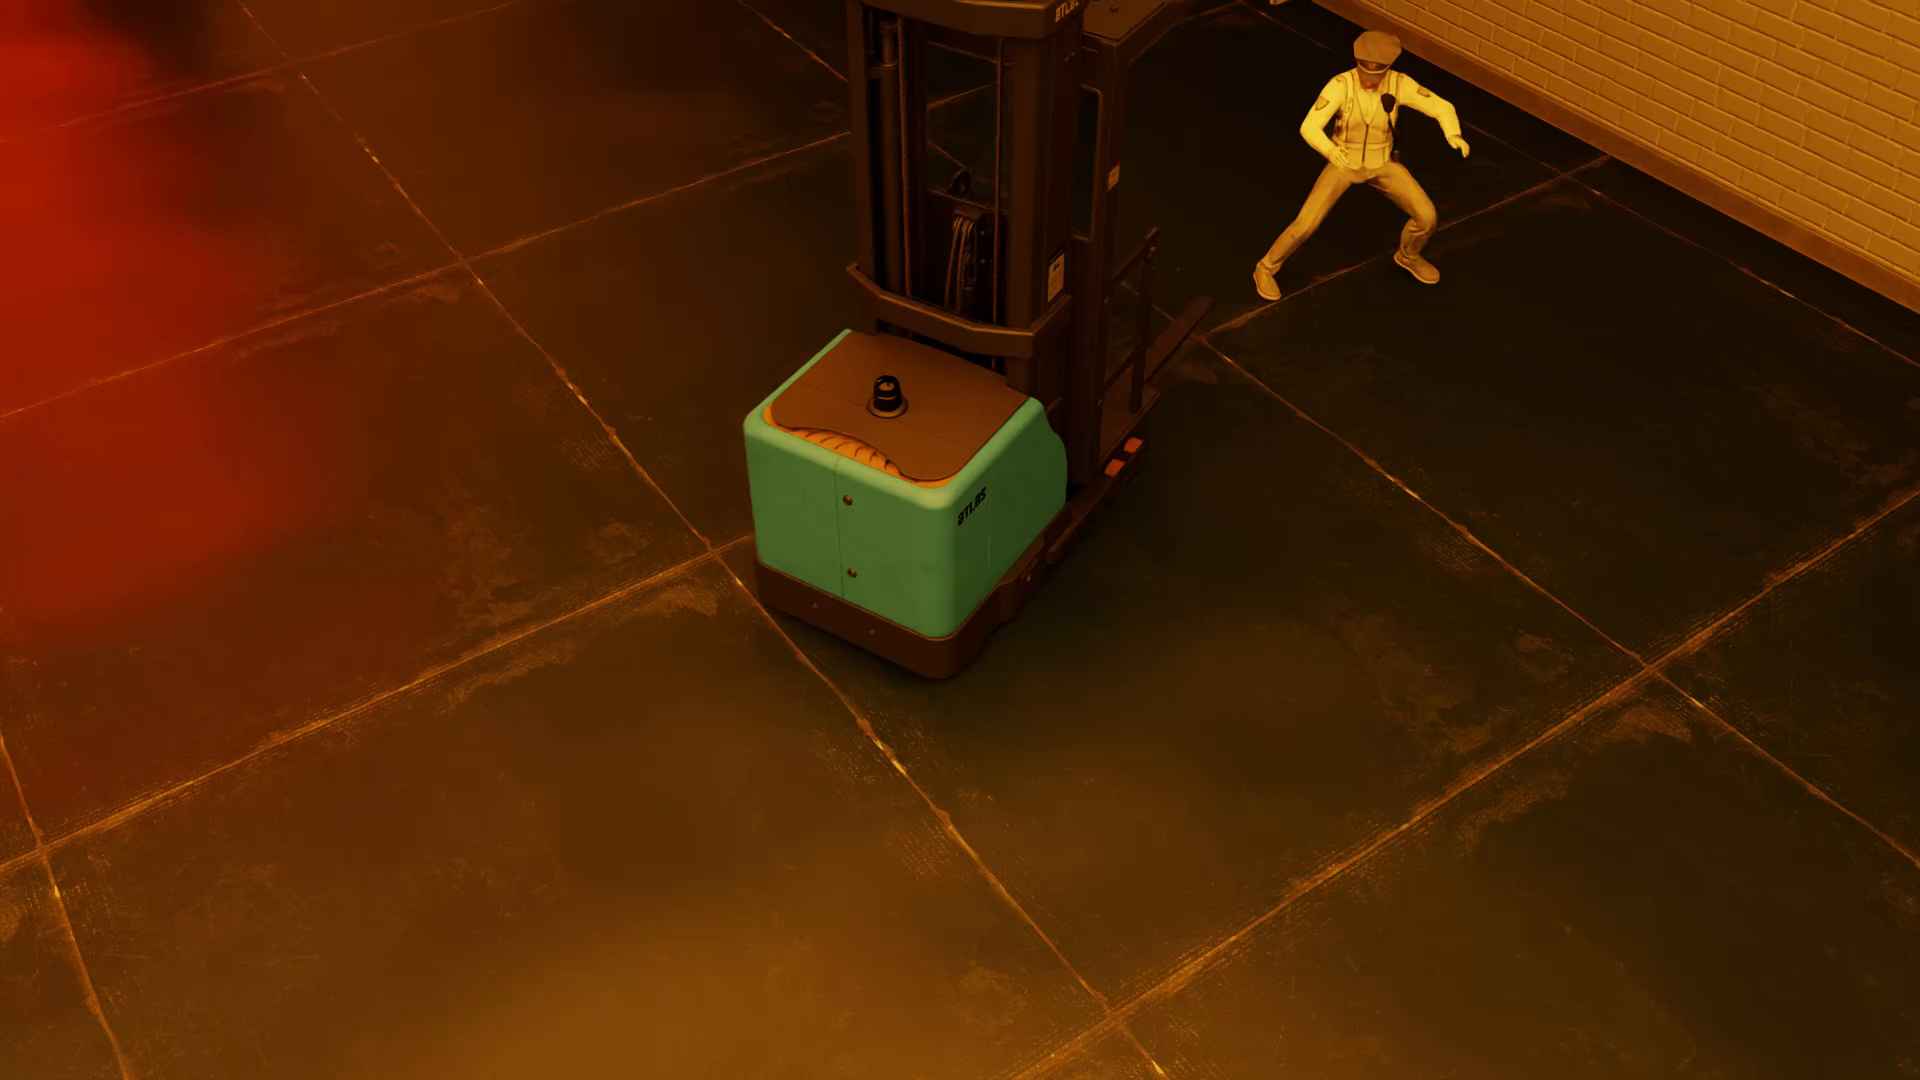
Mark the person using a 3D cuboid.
[{"bbox_3d":[2.193,-1.989,8.970,1.045,1.443,0.678,6,43,6],"label":"person"}]

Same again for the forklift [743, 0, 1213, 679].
[{"bbox_3d":[0.286,-1.461,7.301,1.130,2.935,3.031,23,47,23],"label":"forklift"}]
